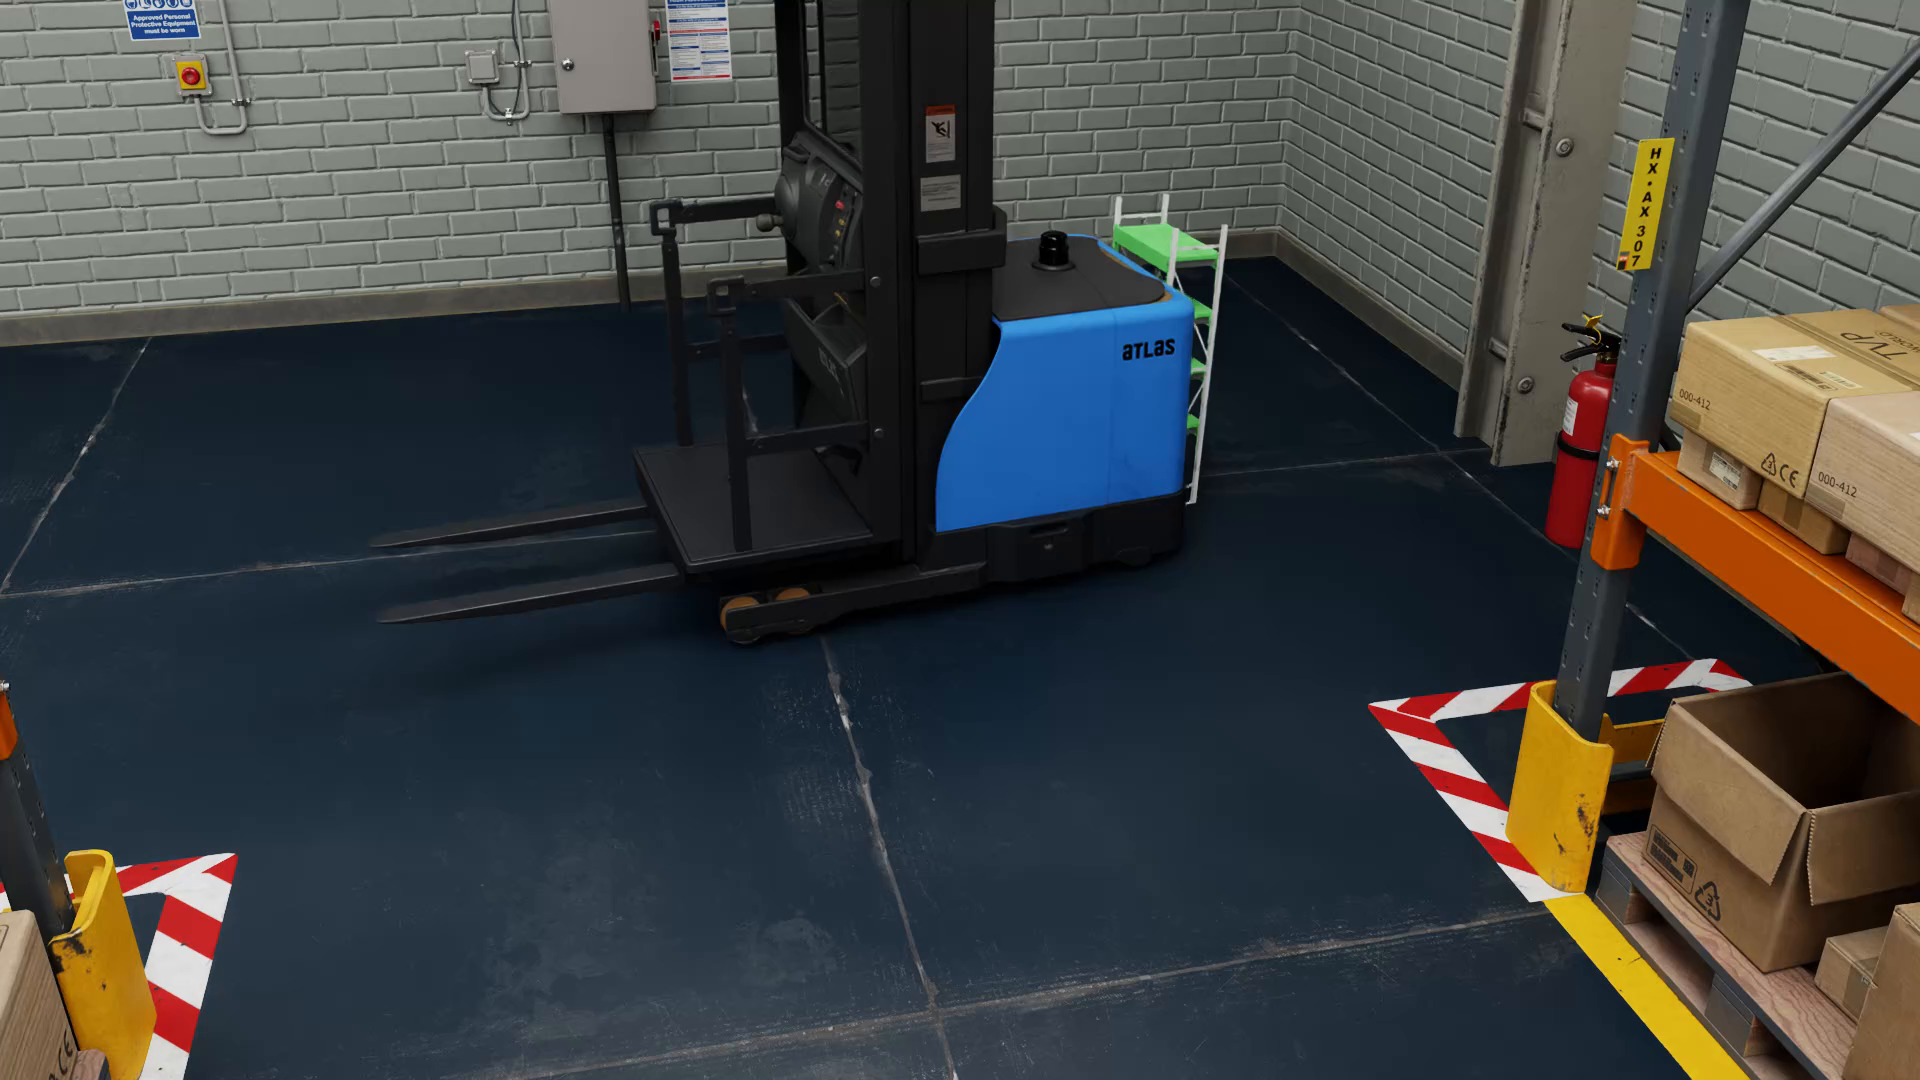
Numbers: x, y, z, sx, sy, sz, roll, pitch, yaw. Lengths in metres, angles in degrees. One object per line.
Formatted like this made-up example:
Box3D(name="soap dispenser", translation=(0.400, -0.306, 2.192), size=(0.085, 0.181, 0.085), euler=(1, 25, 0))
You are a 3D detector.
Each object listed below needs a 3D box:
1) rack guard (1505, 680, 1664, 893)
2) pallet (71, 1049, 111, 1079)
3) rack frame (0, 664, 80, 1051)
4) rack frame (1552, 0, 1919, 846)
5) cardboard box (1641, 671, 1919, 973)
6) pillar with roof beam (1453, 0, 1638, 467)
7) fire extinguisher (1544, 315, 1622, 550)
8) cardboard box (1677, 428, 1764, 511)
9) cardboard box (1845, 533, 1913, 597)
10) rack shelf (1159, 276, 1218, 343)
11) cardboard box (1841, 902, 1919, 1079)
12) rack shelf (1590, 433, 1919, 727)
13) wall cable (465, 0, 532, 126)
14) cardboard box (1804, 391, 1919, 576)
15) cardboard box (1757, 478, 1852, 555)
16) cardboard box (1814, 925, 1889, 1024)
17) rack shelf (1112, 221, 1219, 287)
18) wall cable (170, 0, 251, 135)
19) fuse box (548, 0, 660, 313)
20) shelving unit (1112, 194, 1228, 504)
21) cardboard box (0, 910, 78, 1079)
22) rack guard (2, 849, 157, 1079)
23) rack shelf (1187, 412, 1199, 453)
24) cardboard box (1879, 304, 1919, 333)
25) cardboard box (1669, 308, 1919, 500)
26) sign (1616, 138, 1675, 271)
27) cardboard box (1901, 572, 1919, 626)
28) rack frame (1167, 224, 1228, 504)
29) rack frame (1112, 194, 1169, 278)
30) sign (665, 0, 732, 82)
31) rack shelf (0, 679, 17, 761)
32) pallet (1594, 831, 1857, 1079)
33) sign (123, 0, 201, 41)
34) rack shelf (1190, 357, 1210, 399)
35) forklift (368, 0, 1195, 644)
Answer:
Box3D(name="rack guard", translation=(2.234, 0.657, 4.893), size=(1.175, 0.500, 0.348), euler=(-6, 27, -12))
Box3D(name="pallet", translation=(-2.362, 1.602, 3.342), size=(1.003, 0.211, 1.213), euler=(-6, 27, -12))
Box3D(name="rack frame", translation=(-2.618, 0.014, 3.394), size=(1.000, 3.000, 0.127), euler=(-6, 27, -12))
Box3D(name="rack frame", translation=(2.217, -0.492, 4.396), size=(1.000, 3.000, 0.127), euler=(-6, 27, -12))
Box3D(name="cardboard box", translation=(2.262, 0.713, 4.312), size=(0.797, 0.503, 0.637), euler=(-7, 28, -14))
Box3D(name="pillar with roof beam", translation=(-1.707, -4.008, 4.704), size=(9.100, 9.000, 0.400), euler=(-6, 27, -12))
Box3D(name="fire extinguisher", translation=(1.733, -0.309, 4.532), size=(0.296, 0.674, 0.183), euler=(-6, 27, -12))
Box3D(name="cardboard box", translation=(2.024, -0.208, 4.111), size=(0.380, 0.149, 0.250), euler=(-6, 27, -12))
Box3D(name="cardboard box", translation=(2.219, 0.011, 3.678), size=(0.380, 0.149, 0.250), euler=(-6, 27, -12))
Box3D(name="rack shelf", translation=(0.831, -0.946, 6.889), size=(0.258, 0.148, 0.480), euler=(-8, 28, -21))
Box3D(name="cardboard box", translation=(2.417, 1.094, 3.562), size=(0.700, 0.500, 0.500), euler=(-5, 27, -9))
Box3D(name="rack shelf", translation=(2.668, 0.707, 2.818), size=(1.077, 0.370, 4.000), euler=(-6, 27, -12))
Box3D(name="wall cable", translation=(-2.533, -3.062, 8.360), size=(0.588, 1.984, 0.122), euler=(-6, 27, -12))
Box3D(name="cardboard box", translation=(2.170, -0.110, 3.475), size=(0.500, 0.250, 0.500), euler=(-6, 27, -11))
Box3D(name="cardboard box", translation=(2.126, -0.101, 3.899), size=(0.380, 0.149, 0.250), euler=(-5, 27, -10))
Box3D(name="cardboard box", translation=(2.320, 1.062, 4.015), size=(0.380, 0.149, 0.250), euler=(-7, 28, -14))
Box3D(name="rack shelf", translation=(0.842, -1.162, 6.784), size=(0.258, 0.148, 0.480), euler=(-8, 28, -21))
Box3D(name="wall cable", translation=(-3.912, -2.927, 8.057), size=(0.585, 1.953, 0.123), euler=(-6, 27, -12))
Box3D(name="fuse box", translation=(-1.832, -2.033, 8.879), size=(0.539, 1.711, 0.414), euler=(-6, 27, -12))
Box3D(name="shelving unit", translation=(0.824, -0.788, 6.965), size=(0.258, 1.200, 0.503), euler=(-8, 28, -21))
Box3D(name="cardboard box", translation=(-2.372, 1.250, 3.323), size=(0.875, 0.438, 0.875), euler=(-7, 28, -13))
Box3D(name="rack guard", translation=(-2.624, 1.119, 3.978), size=(1.175, 0.500, 0.348), euler=(-6, 27, -12))
Box3D(name="rack shelf", translation=(0.810, -0.514, 7.097), size=(0.258, 0.148, 0.480), euler=(-8, 28, -21))
Box3D(name="cardboard box", translation=(2.579, -0.383, 4.016), size=(0.500, 0.250, 0.500), euler=(-5, 27, -10))
Box3D(name="cardboard box", translation=(2.057, -0.331, 3.914), size=(0.500, 0.250, 0.500), euler=(-6, 27, -11))
Box3D(name="sign", translation=(1.688, -0.823, 4.091), size=(0.100, 0.325, 0.005), euler=(-6, 27, -12))
Box3D(name="cardboard box", translation=(2.216, 0.128, 3.445), size=(0.380, 0.149, 0.250), euler=(-5, 27, -10))
Box3D(name="rack frame", translation=(0.914, -0.685, 6.763), size=(0.240, 1.200, 0.015), euler=(-8, 28, -21))
Box3D(name="rack frame", translation=(0.733, -0.890, 7.168), size=(0.240, 1.200, 0.015), euler=(-8, 28, -21))
Box3D(name="sign", translation=(-1.398, -2.707, 8.890), size=(0.329, 0.494, 0.001), euler=(-6, 27, -12))
Box3D(name="rack shelf", translation=(-2.168, 1.213, 1.816), size=(1.077, 0.370, 4.000), euler=(-6, 27, -12))
Box3D(name="pallet", translation=(2.415, 1.136, 4.265), size=(1.003, 0.211, 1.213), euler=(-6, 27, -12))
Box3D(name="sign", translation=(-3.973, -2.602, 8.276), size=(0.327, 0.218, 0.001), euler=(-6, 27, -12))
Box3D(name="rack shelf", translation=(0.821, -0.730, 6.993), size=(0.258, 0.148, 0.480), euler=(-8, 28, -21))
Box3D(name="forklift", translation=(-0.688, -1.203, 5.880), size=(3.031, 2.935, 1.130), euler=(-9, 28, -18))
